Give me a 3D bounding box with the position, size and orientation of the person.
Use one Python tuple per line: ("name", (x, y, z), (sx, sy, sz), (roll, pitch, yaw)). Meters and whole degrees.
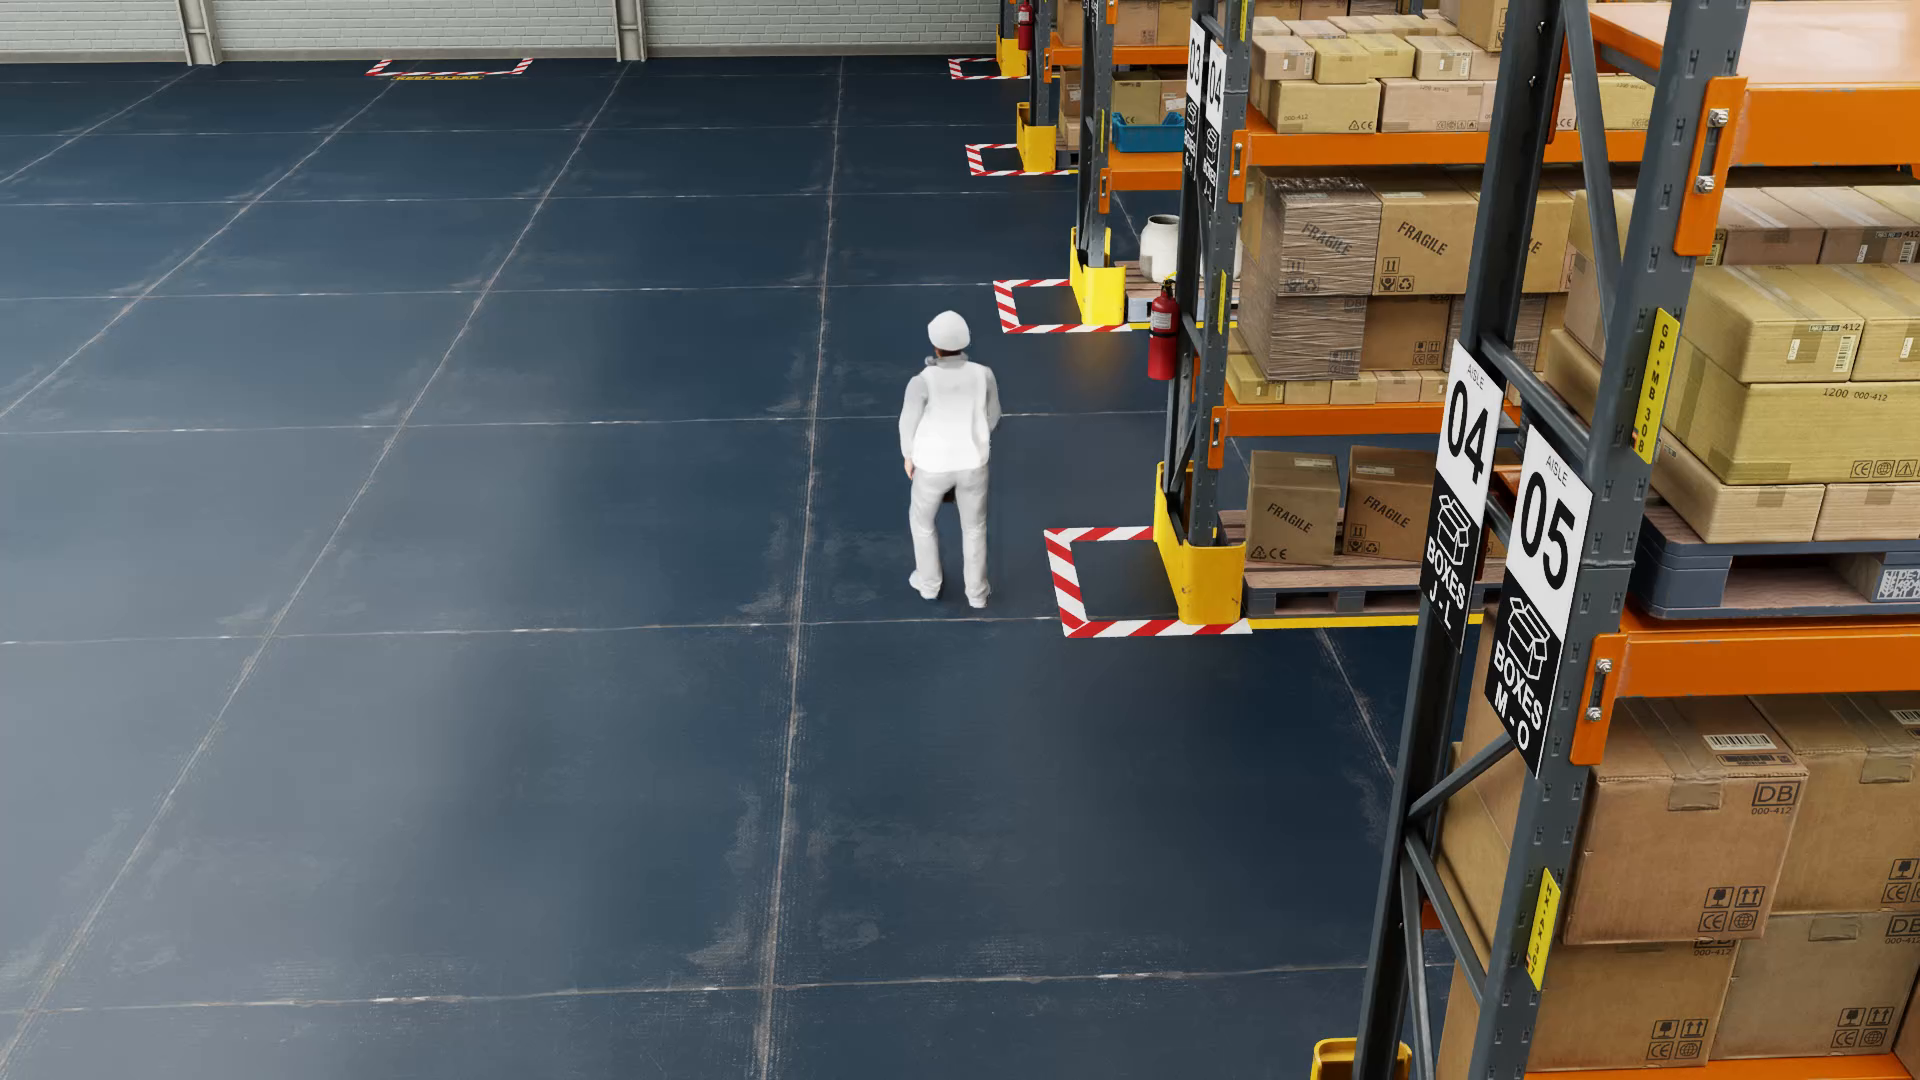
("person", (-0.063, -0.468, 9.500), (0.602, 1.769, 0.490), (-6, 28, -12))
